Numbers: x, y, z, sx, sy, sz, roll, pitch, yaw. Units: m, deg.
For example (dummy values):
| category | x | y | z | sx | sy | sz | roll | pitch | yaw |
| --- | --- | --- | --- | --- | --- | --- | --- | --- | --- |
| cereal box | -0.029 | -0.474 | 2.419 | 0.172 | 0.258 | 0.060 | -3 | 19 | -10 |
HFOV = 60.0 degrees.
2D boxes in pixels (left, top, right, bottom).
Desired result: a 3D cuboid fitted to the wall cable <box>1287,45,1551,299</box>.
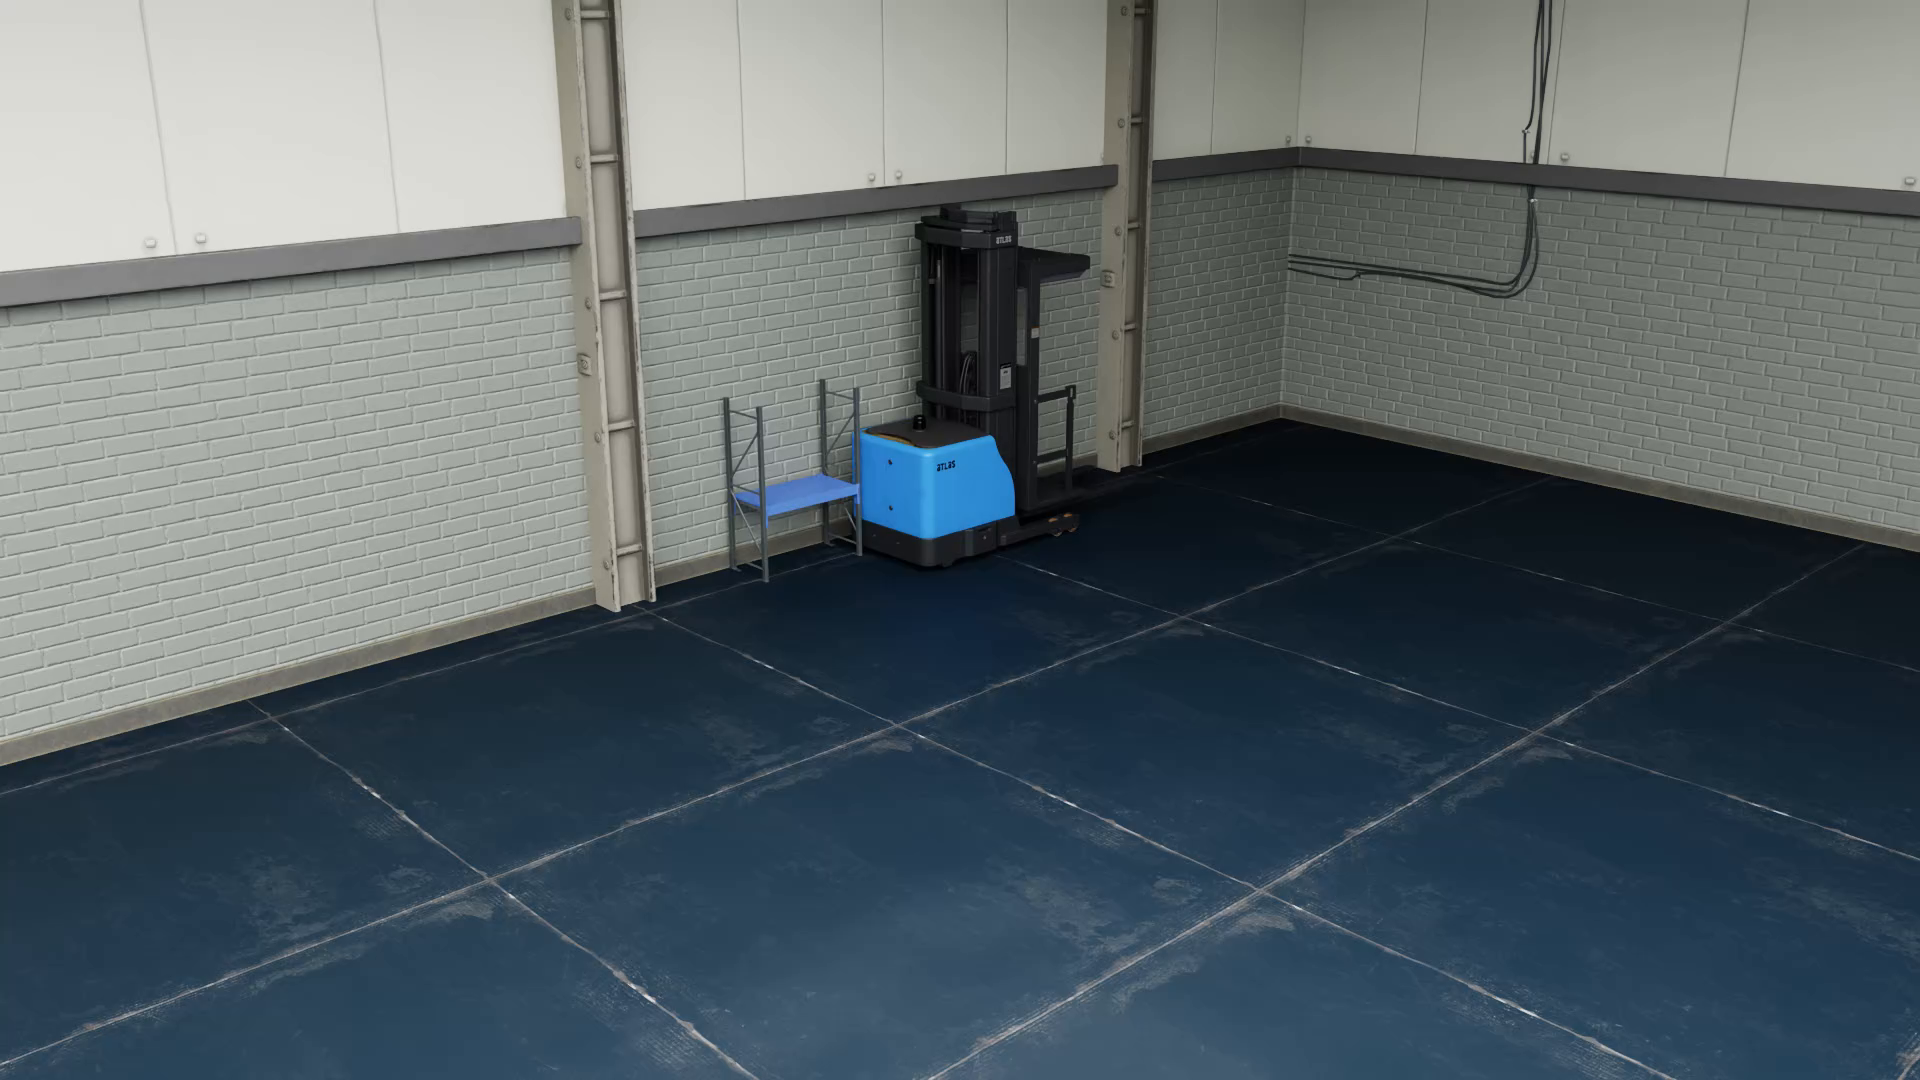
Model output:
| category | x | y | z | sx | sy | sz | roll | pitch | yaw |
| --- | --- | --- | --- | --- | --- | --- | --- | --- | --- |
| wall cable | 4.705 | -3.904 | 17.471 | 0.112 | 2.526 | 3.097 | -16 | 24 | -41 |

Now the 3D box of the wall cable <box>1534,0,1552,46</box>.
| category | x | y | z | sx | sy | sz | roll | pitch | yaw |
| --- | --- | --- | --- | --- | --- | --- | --- | --- | --- |
| wall cable | 6.564 | -5.700 | 14.822 | 0.112 | 2.526 | 3.097 | -16 | 24 | -41 |

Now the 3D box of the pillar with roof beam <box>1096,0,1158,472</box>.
| category | x | y | z | sx | sy | sz | roll | pitch | yaw |
| --- | --- | --- | --- | --- | --- | --- | --- | --- | --- |
| pillar with roof beam | 4.614 | -4.089 | 13.005 | 0.400 | 9.000 | 9.100 | -16 | 24 | -41 |

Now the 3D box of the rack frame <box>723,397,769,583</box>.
| category | x | y | z | sx | sy | sz | roll | pitch | yaw |
| --- | --- | --- | --- | --- | --- | --- | --- | --- | --- |
| rack frame | -1.780 | -0.416 | 13.835 | 0.032 | 1.500 | 0.500 | -16 | 24 | -41 |

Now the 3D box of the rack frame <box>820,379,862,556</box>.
| category | x | y | z | sx | sy | sz | roll | pitch | yaw |
| --- | --- | --- | --- | --- | --- | --- | --- | --- | --- |
| rack frame | -1.037 | -0.630 | 14.496 | 0.032 | 1.500 | 0.500 | -16 | 24 | -41 |

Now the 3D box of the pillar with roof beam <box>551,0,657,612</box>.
| category | x | y | z | sx | sy | sz | roll | pitch | yaw |
| --- | --- | --- | --- | --- | --- | --- | --- | --- | --- |
| pillar with roof beam | 0.254 | -2.817 | 9.084 | 0.400 | 9.000 | 9.100 | -16 | 24 | -41 |

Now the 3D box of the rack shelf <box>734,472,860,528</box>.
| category | x | y | z | sx | sy | sz | roll | pitch | yaw |
| --- | --- | --- | --- | --- | --- | --- | --- | --- | --- |
| rack shelf | -1.409 | -0.352 | 14.221 | 1.000 | 0.185 | 0.538 | -16 | 24 | -41 |

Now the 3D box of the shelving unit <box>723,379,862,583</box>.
| category | x | y | z | sx | sy | sz | roll | pitch | yaw |
| --- | --- | --- | --- | --- | --- | --- | --- | --- | --- |
| shelving unit | -1.409 | -0.523 | 14.166 | 1.048 | 1.500 | 0.538 | -16 | 24 | -41 |

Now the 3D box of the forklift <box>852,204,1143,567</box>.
| category | x | y | z | sx | sy | sz | roll | pitch | yaw |
| --- | --- | --- | --- | --- | --- | --- | --- | --- | --- |
| forklift | 0.453 | -1.529 | 14.949 | 3.031 | 2.935 | 1.130 | -17 | 24 | -41 |
